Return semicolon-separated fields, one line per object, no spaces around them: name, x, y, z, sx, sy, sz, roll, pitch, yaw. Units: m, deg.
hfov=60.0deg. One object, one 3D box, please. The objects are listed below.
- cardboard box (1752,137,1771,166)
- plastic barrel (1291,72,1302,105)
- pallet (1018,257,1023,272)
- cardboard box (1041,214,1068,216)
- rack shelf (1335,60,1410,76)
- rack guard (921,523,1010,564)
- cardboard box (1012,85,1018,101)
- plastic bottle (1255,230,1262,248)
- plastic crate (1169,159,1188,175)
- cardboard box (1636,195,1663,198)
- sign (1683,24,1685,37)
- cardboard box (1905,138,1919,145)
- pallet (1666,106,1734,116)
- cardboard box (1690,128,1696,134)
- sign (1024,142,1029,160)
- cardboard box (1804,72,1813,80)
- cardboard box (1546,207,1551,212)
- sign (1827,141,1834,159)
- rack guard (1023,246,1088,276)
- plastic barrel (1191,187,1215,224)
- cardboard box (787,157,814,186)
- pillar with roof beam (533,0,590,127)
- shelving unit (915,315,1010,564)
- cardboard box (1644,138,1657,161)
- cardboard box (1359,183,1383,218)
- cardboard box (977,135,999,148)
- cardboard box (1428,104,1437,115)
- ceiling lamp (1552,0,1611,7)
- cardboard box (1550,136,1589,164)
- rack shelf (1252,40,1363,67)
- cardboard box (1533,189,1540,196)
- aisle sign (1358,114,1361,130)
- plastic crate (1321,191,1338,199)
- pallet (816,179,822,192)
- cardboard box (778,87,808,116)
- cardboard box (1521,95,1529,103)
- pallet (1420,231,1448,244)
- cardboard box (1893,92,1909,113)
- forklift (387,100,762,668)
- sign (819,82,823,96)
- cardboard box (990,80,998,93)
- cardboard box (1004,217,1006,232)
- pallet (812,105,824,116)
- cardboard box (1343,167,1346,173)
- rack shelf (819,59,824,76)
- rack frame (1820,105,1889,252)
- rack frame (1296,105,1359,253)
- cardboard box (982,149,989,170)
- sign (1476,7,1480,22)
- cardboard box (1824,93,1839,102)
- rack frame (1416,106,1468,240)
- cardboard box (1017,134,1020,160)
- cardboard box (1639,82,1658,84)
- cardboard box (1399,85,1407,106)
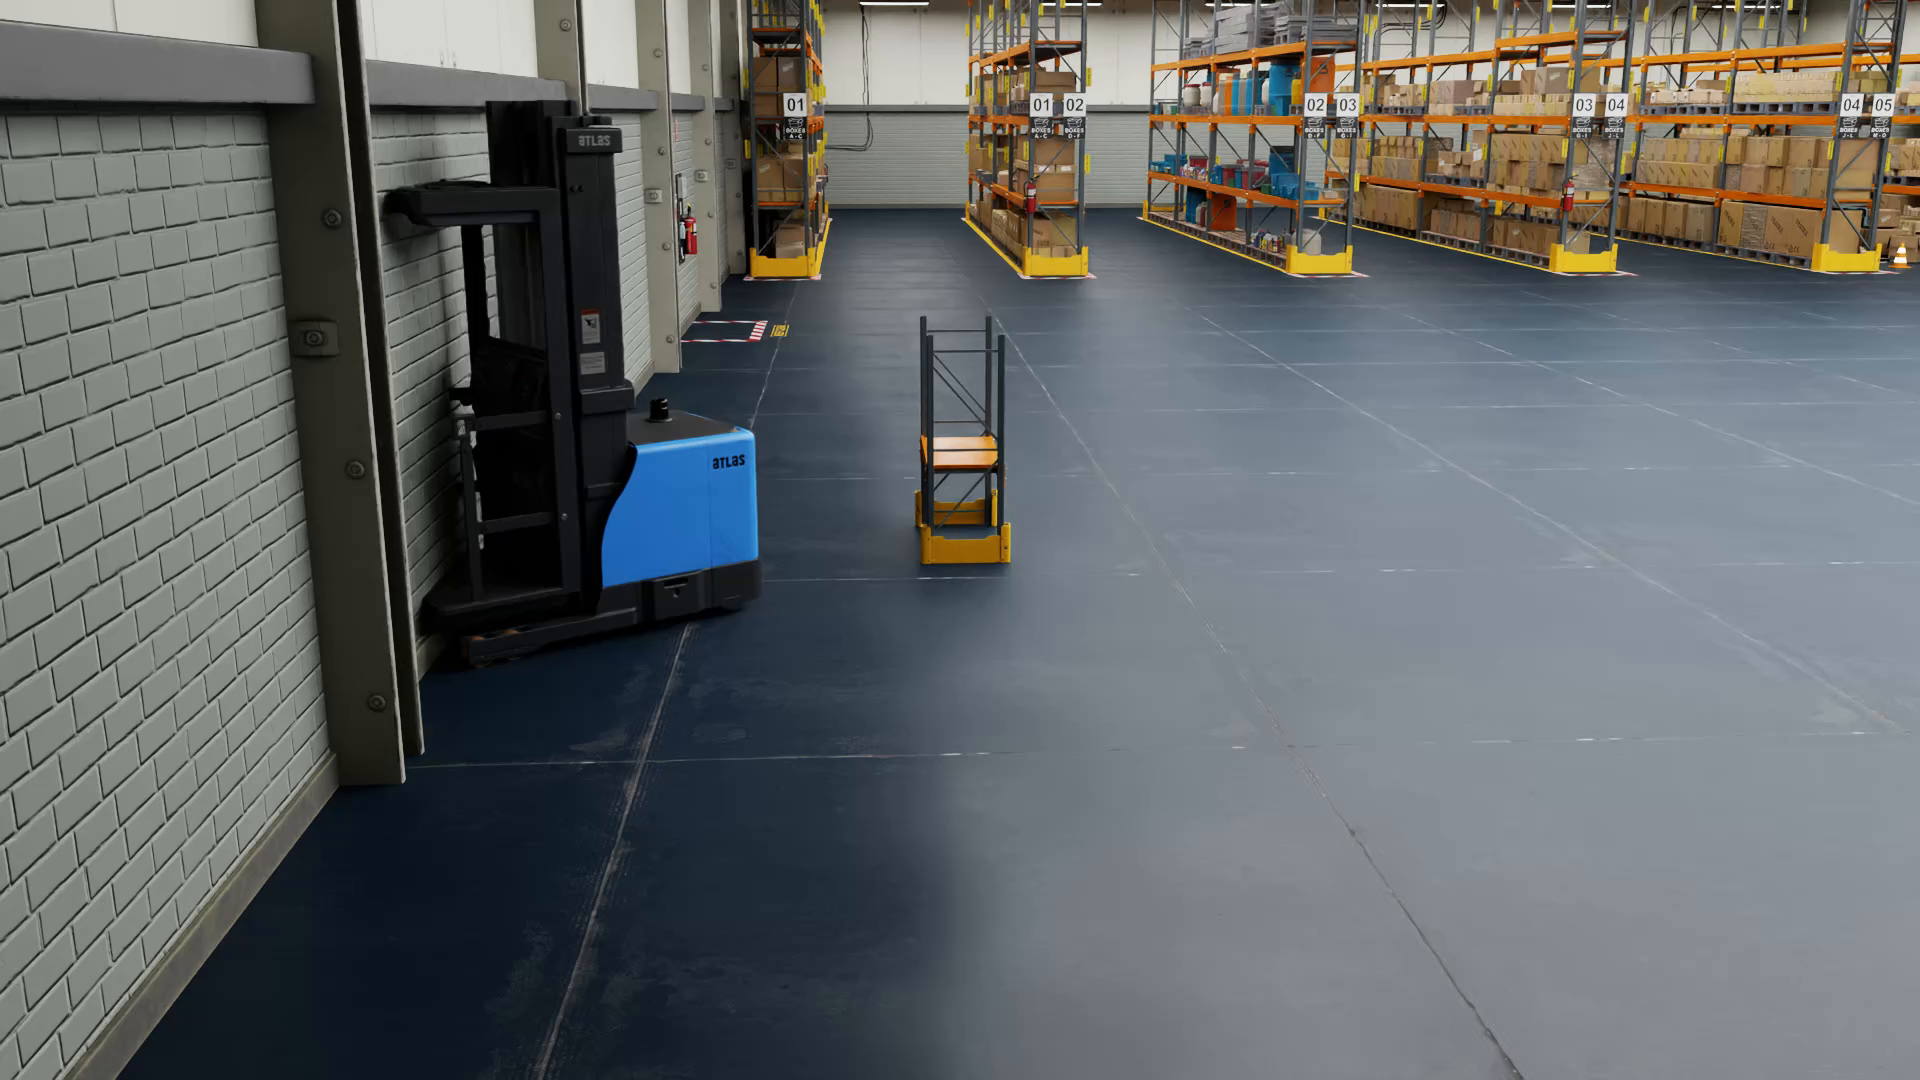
cardboard box;16.367;-7.739;33.117;0.875;0.550;0.550;-1;14;-3
plastic barrel;6.482;-8.413;30.965;0.600;0.588;0.600;0;14;0
pallet;1.646;-5.148;31.111;1.003;0.211;1.213;-1;14;-3
cardboard box;1.834;-6.054;32.205;0.500;0.500;0.500;-1;14;-3
rack shelf;10.755;-12.306;43.542;1.077;0.370;4.000;-1;14;-3
rack guard;0.036;0.022;10.940;0.587;0.250;0.087;-1;14;-3
cardboard box;1.289;-8.721;32.436;0.500;0.311;0.500;-2;15;-7
plastic bottle;6.067;-6.102;33.657;0.144;0.351;0.185;0;14;-2
plastic crate;5.567;-9.501;42.345;0.392;0.384;0.575;-1;14;-3
cardboard box;16.283;-8.033;39.397;0.500;0.250;0.500;-2;15;-6
sign;19.968;-14.021;45.767;0.100;0.325;0.005;-1;14;-3
cardboard box;21.401;-8.911;37.198;0.380;0.149;0.250;-2;15;-6
pallet;16.249;-9.426;36.500;1.003;0.211;1.213;0;14;-1
cardboard box;20.257;-11.217;45.593;0.380;0.149;0.250;0;14;-2
sign;1.193;-6.979;29.834;0.100;0.325;0.005;-1;14;-3
cardboard box;16.172;-8.750;31.356;0.380;0.149;0.250;-1;14;-2
cardboard box;15.470;-8.604;43.229;0.380;0.149;0.250;-2;15;-6
sign;16.037;-7.183;30.625;0.100;0.325;0.005;-1;14;-3
rack guard;1.737;-5.092;30.315;1.175;0.500;0.348;-1;14;-3
plastic barrel;5.996;-8.244;40.917;0.600;0.901;0.708;-1;14;-3
cardboard box;-2.959;-6.778;30.607;0.500;0.500;0.500;-1;14;-3
pillar with roof beam;1.297;-4.887;12.463;9.100;9.000;0.400;-1;14;-3
shelving unit;0.005;-0.707;11.266;0.587;1.500;1.083;-1;14;-3
cardboard box;16.102;-8.923;37.979;0.700;0.500;0.500;-1;14;-4
cardboard box;10.918;-8.785;43.072;0.875;0.875;0.875;-1;14;-3
cardboard box;0.702;-9.948;41.962;0.500;0.500;0.500;-1;14;-3
cardboard box;10.902;-9.710;37.526;0.500;0.250;0.500;-1;14;-2
ceiling lamp;17.936;-16.955;47.652;2.000;3.185;0.800;-1;14;-3
cardboard box;11.342;-7.271;30.960;0.500;0.500;0.500;-1;14;-3
rack shelf;6.555;-9.245;31.646;1.077;0.370;4.000;-1;14;-3
cardboard box;11.305;-6.718;32.119;0.380;0.149;0.250;-1;14;-3
aisle sign;10.926;-11.722;45.847;0.394;0.787;0.004;-1;14;-3
plastic crate;6.945;-6.484;31.238;0.298;0.136;0.250;-1;14;-3
pallet;-3.359;-7.326;34.364;1.003;0.211;1.213;-1;14;-3
cardboard box;-2.980;-7.829;29.676;0.500;0.500;0.500;-1;14;-2
cardboard box;11.206;-8.620;32.488;0.380;0.149;0.250;-1;14;-5
pallet;11.174;-6.906;37.942;1.003;0.211;1.213;-1;14;-3
cardboard box;21.141;-9.727;37.086;0.797;0.503;0.637;-1;14;-3
forklift;-2.659;-0.886;9.088;3.031;2.935;1.130;-11;18;-37
sign;-3.411;-11.082;40.890;0.100;0.325;0.005;-1;14;-3
cardboard box;1.035;-10.588;39.395;0.600;0.600;0.600;-1;15;-6
cardboard box;1.176;-6.543;34.488;0.500;0.311;0.500;-1;14;-3
pallet;-3.388;-8.743;33.845;1.213;0.211;1.003;-1;14;-3
cardboard box;10.421;-9.843;44.265;0.380;0.149;0.250;-1;14;-5
rack shelf;-4.076;-12.077;42.650;1.077;0.370;4.000;-1;14;-3
rack frame;16.580;-6.512;30.818;1.000;3.000;0.127;-1;14;-3
rack frame;6.679;-6.384;30.320;1.000;3.000;0.127;-1;14;-3
cardboard box;0.904;-9.254;40.429;0.700;0.500;0.500;1;14;5
sign;11.668;-11.857;37.519;0.100;0.325;0.005;-1;14;-3
cardboard box;16.221;-8.173;30.711;0.380;0.149;0.250;-1;14;-4
rack frame;11.127;-8.451;38.350;1.000;3.000;0.127;-1;14;-3
cardboard box;1.521;-7.870;33.291;0.700;0.500;0.500;-1;14;-3
cardboard box;16.247;-10.670;39.219;0.396;0.266;0.258;-1;14;-3
cardboard box;10.979;-10.664;39.885;0.797;0.503;0.637;-1;14;-4
